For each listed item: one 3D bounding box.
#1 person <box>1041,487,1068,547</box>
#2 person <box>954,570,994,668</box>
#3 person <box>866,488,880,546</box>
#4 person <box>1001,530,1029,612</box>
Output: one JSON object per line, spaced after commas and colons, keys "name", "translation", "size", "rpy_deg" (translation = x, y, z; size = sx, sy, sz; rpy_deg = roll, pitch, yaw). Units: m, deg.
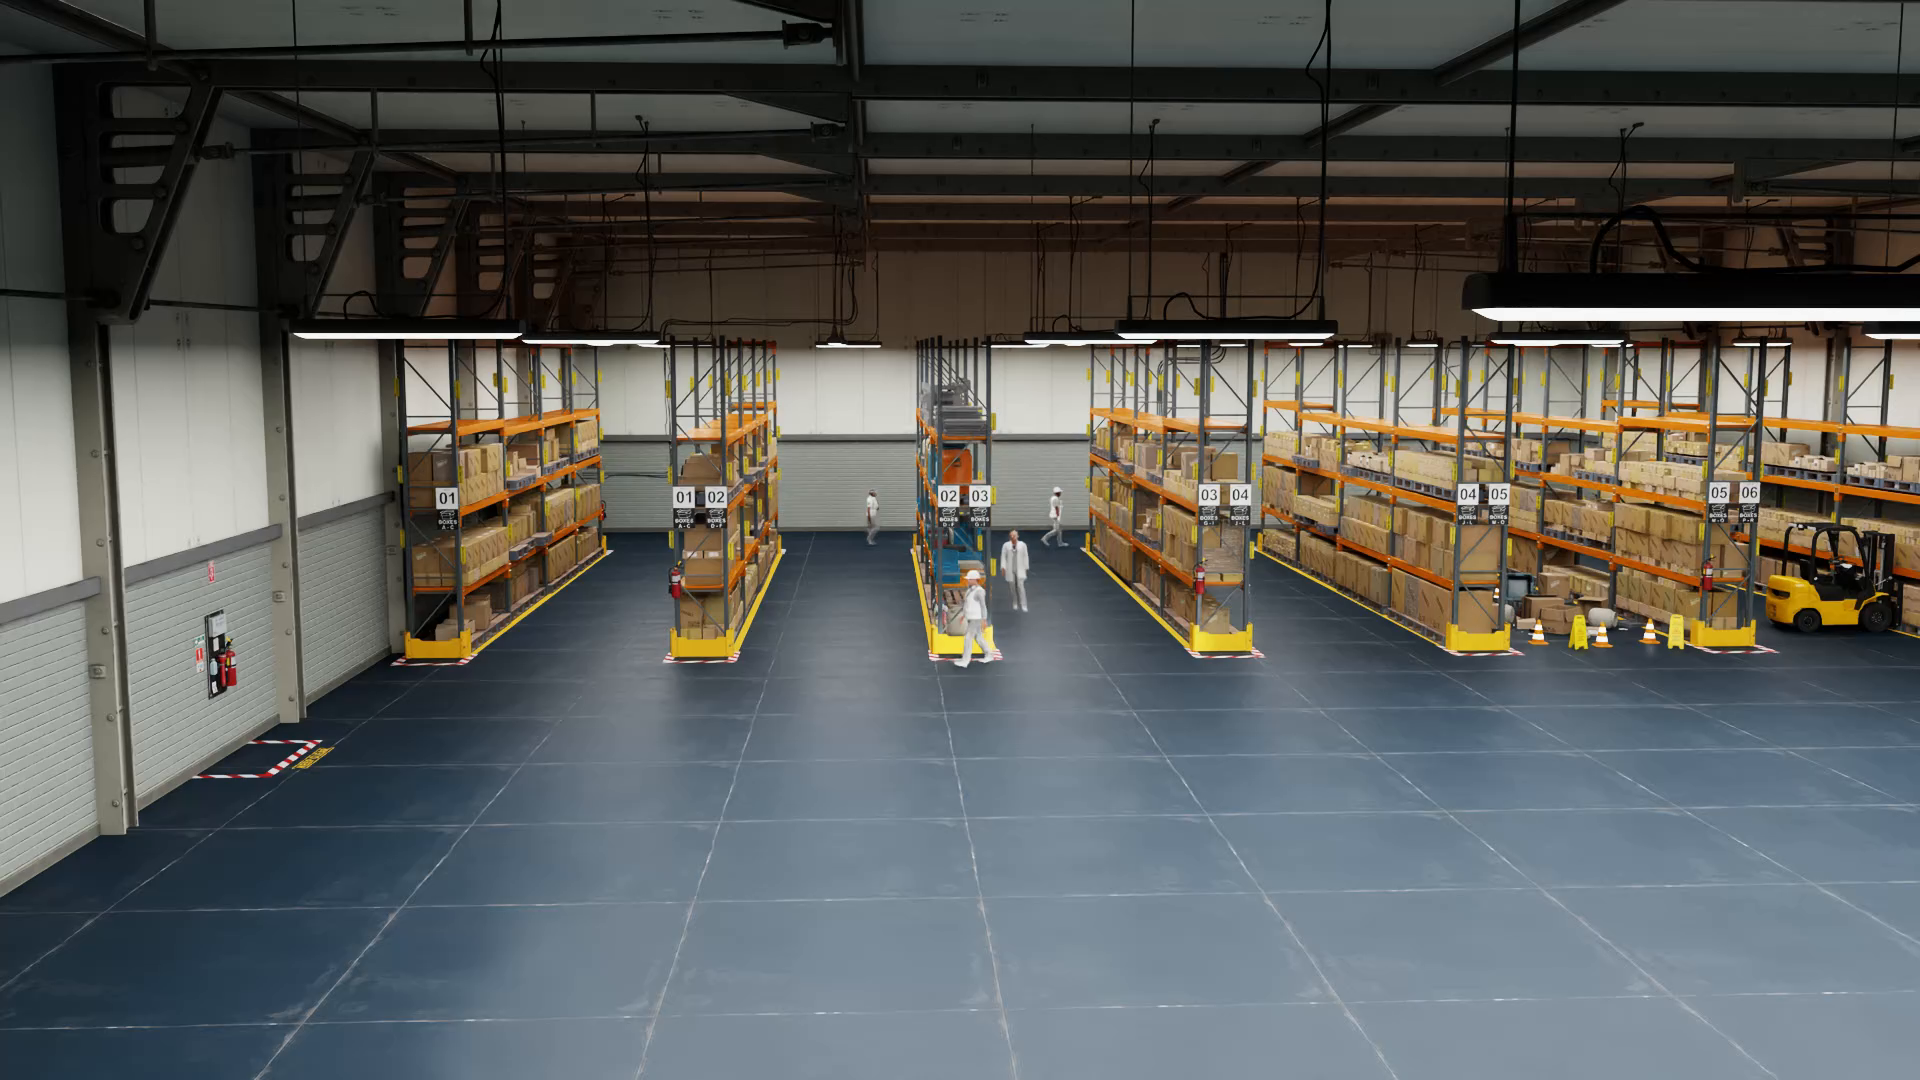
{"name": "person", "translation": [2.779, -0.665, 48.497], "size": [0.855, 1.767, 0.599], "rpy_deg": [-1, 7, -6]}
{"name": "person", "translation": [0.239, 1.422, 30.339], "size": [0.870, 1.756, 0.541], "rpy_deg": [-2, 7, -17]}
{"name": "person", "translation": [-2.574, -0.680, 49.041], "size": [0.409, 1.690, 0.460], "rpy_deg": [0, 6, -2]}
{"name": "person", "translation": [1.208, 0.686, 36.608], "size": [0.651, 1.774, 0.865], "rpy_deg": [1, 7, 8]}
